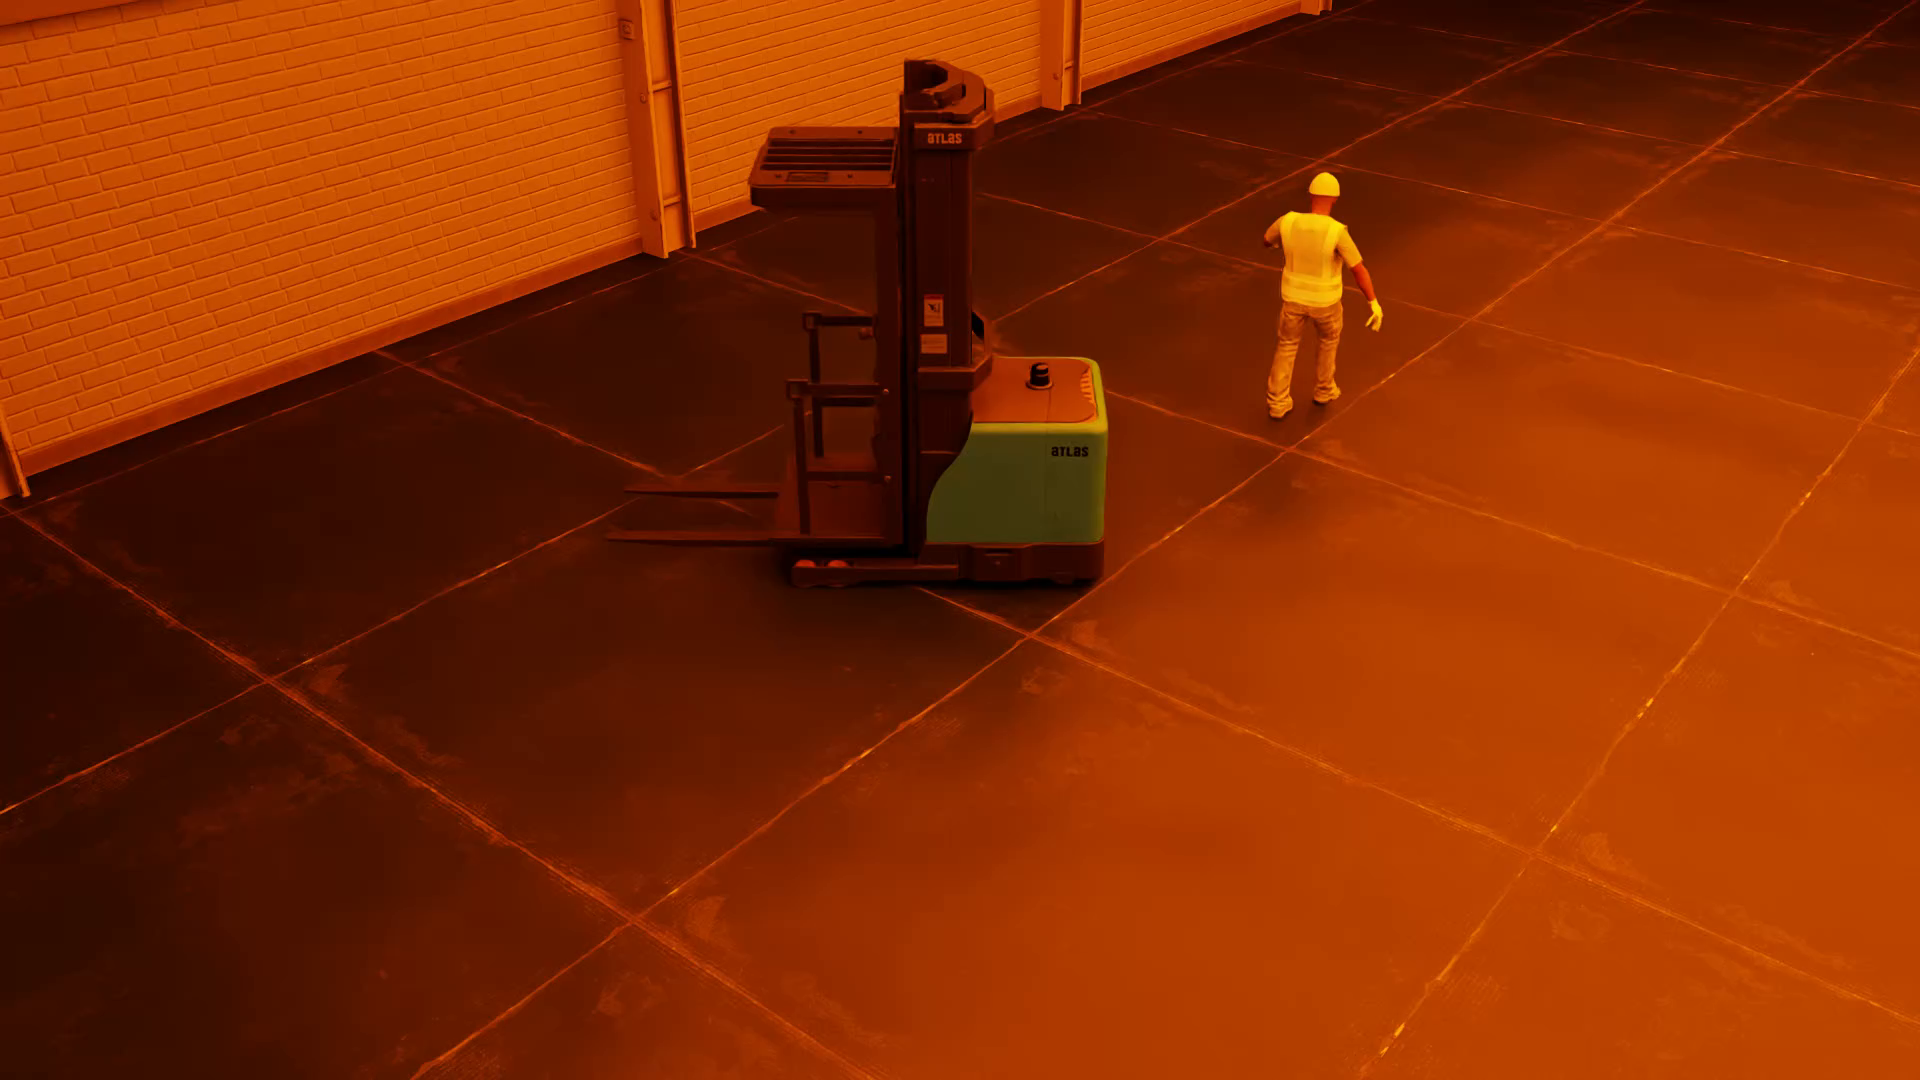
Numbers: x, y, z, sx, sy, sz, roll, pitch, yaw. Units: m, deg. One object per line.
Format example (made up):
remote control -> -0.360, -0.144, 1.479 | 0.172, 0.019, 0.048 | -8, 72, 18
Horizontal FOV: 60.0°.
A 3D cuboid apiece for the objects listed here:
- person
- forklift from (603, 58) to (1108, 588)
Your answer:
person -> 2.550, -1.742, 11.763 | 1.029, 1.763, 0.731 | 16, 34, 25
forklift -> -0.646, -1.243, 9.722 | 3.031, 2.935, 1.130 | 0, 30, 0
